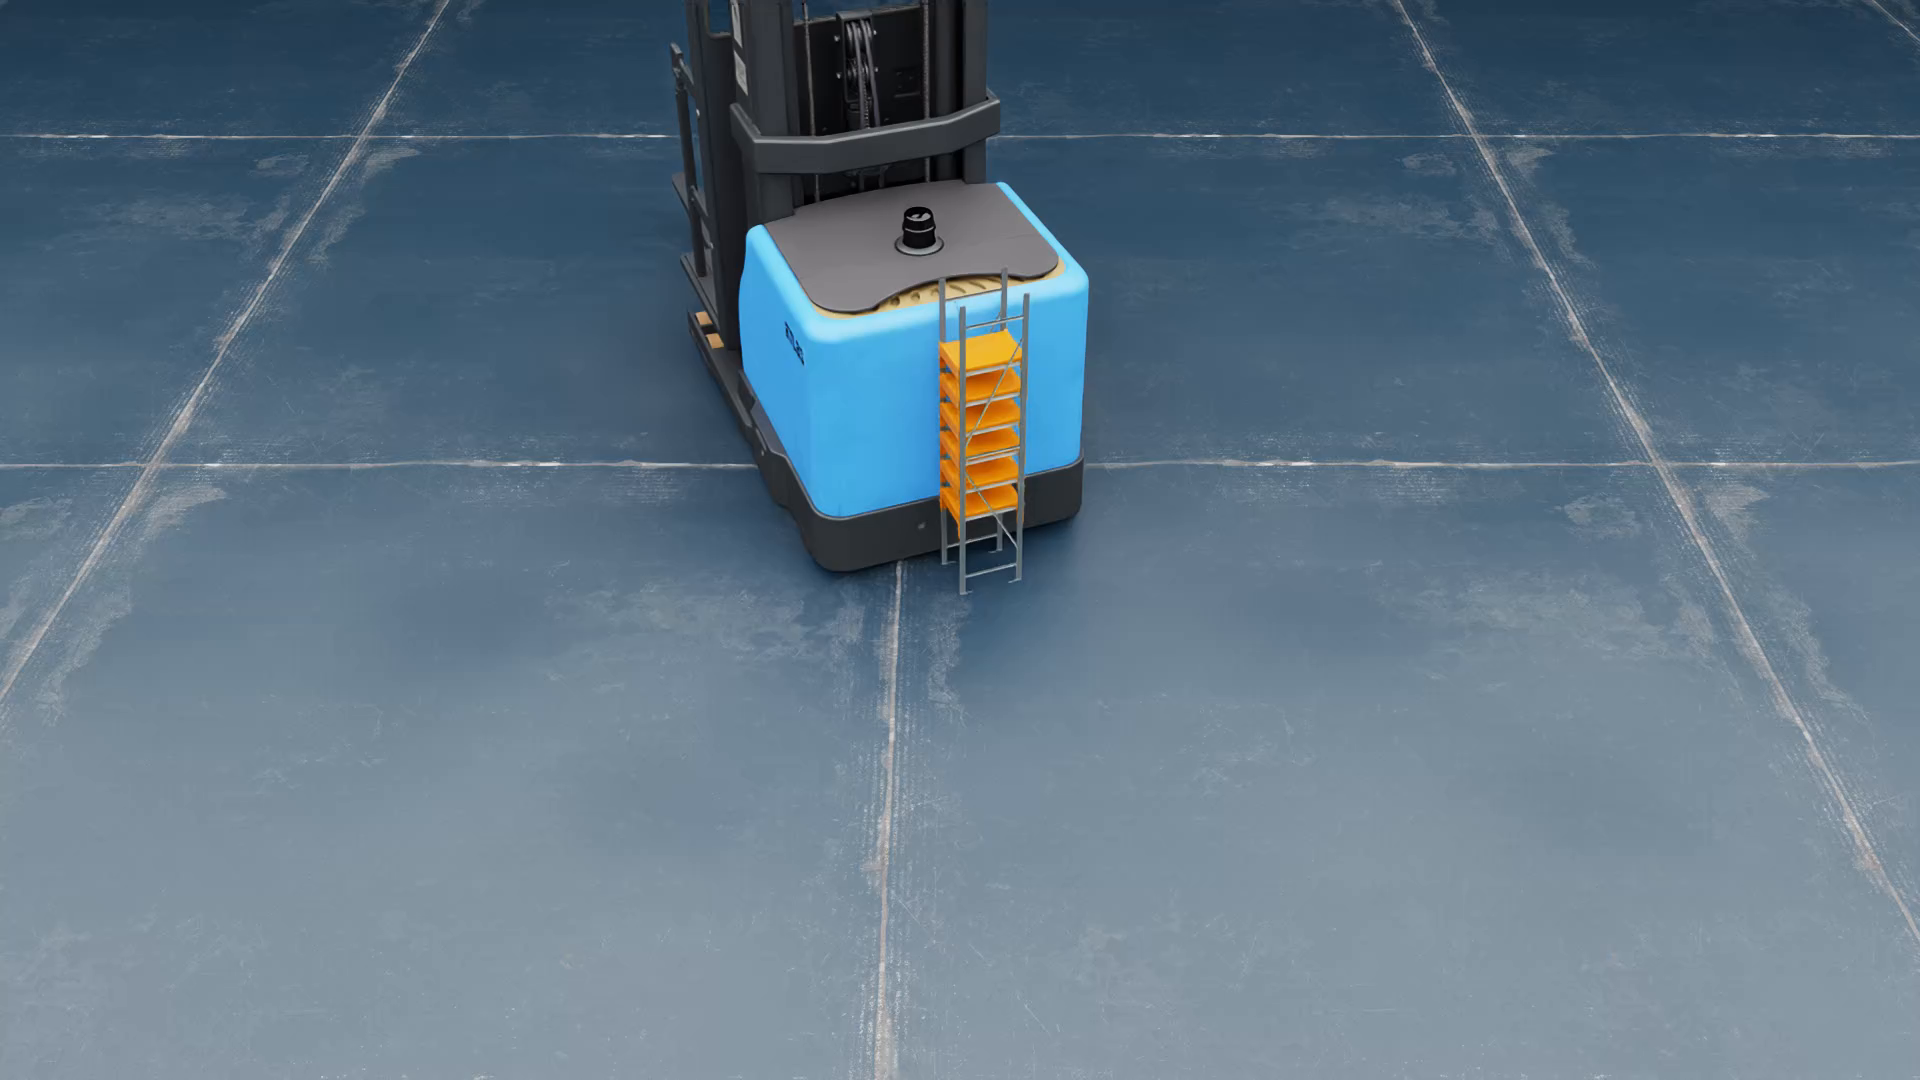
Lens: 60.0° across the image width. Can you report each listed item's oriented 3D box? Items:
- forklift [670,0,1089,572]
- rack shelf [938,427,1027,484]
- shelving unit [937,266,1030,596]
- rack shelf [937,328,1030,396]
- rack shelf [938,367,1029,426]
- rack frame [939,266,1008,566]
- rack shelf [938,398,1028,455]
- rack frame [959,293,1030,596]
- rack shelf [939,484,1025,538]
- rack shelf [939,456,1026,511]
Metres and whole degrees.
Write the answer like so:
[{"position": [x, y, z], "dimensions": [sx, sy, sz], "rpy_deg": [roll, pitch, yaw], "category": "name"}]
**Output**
[{"position": [-0.545, -1.954, 6.345], "dimensions": [1.130, 2.935, 3.031], "rpy_deg": [-14, 41, -16], "category": "forklift"}, {"position": [0.077, -0.313, 5.753], "dimensions": [0.258, 0.103, 0.180], "rpy_deg": [-14, 41, -16], "category": "rack shelf"}, {"position": [0.077, -0.348, 5.725], "dimensions": [0.258, 1.200, 0.189], "rpy_deg": [-14, 41, -16], "category": "shelving unit"}, {"position": [0.077, -0.594, 5.527], "dimensions": [0.258, 0.103, 0.180], "rpy_deg": [-14, 41, -16], "category": "rack shelf"}, {"position": [0.077, -0.501, 5.602], "dimensions": [0.258, 0.103, 0.180], "rpy_deg": [-14, 41, -16], "category": "rack shelf"}, {"position": [0.044, -0.401, 5.791], "dimensions": [0.240, 1.200, 0.006], "rpy_deg": [-14, 41, -16], "category": "rack frame"}, {"position": [0.077, -0.407, 5.677], "dimensions": [0.258, 0.103, 0.180], "rpy_deg": [-14, 41, -16], "category": "rack shelf"}, {"position": [0.110, -0.295, 5.658], "dimensions": [0.240, 1.200, 0.006], "rpy_deg": [-14, 41, -16], "category": "rack frame"}, {"position": [0.077, -0.126, 5.903], "dimensions": [0.258, 0.103, 0.180], "rpy_deg": [-14, 41, -16], "category": "rack shelf"}, {"position": [0.077, -0.220, 5.828], "dimensions": [0.258, 0.103, 0.180], "rpy_deg": [-14, 41, -16], "category": "rack shelf"}]
